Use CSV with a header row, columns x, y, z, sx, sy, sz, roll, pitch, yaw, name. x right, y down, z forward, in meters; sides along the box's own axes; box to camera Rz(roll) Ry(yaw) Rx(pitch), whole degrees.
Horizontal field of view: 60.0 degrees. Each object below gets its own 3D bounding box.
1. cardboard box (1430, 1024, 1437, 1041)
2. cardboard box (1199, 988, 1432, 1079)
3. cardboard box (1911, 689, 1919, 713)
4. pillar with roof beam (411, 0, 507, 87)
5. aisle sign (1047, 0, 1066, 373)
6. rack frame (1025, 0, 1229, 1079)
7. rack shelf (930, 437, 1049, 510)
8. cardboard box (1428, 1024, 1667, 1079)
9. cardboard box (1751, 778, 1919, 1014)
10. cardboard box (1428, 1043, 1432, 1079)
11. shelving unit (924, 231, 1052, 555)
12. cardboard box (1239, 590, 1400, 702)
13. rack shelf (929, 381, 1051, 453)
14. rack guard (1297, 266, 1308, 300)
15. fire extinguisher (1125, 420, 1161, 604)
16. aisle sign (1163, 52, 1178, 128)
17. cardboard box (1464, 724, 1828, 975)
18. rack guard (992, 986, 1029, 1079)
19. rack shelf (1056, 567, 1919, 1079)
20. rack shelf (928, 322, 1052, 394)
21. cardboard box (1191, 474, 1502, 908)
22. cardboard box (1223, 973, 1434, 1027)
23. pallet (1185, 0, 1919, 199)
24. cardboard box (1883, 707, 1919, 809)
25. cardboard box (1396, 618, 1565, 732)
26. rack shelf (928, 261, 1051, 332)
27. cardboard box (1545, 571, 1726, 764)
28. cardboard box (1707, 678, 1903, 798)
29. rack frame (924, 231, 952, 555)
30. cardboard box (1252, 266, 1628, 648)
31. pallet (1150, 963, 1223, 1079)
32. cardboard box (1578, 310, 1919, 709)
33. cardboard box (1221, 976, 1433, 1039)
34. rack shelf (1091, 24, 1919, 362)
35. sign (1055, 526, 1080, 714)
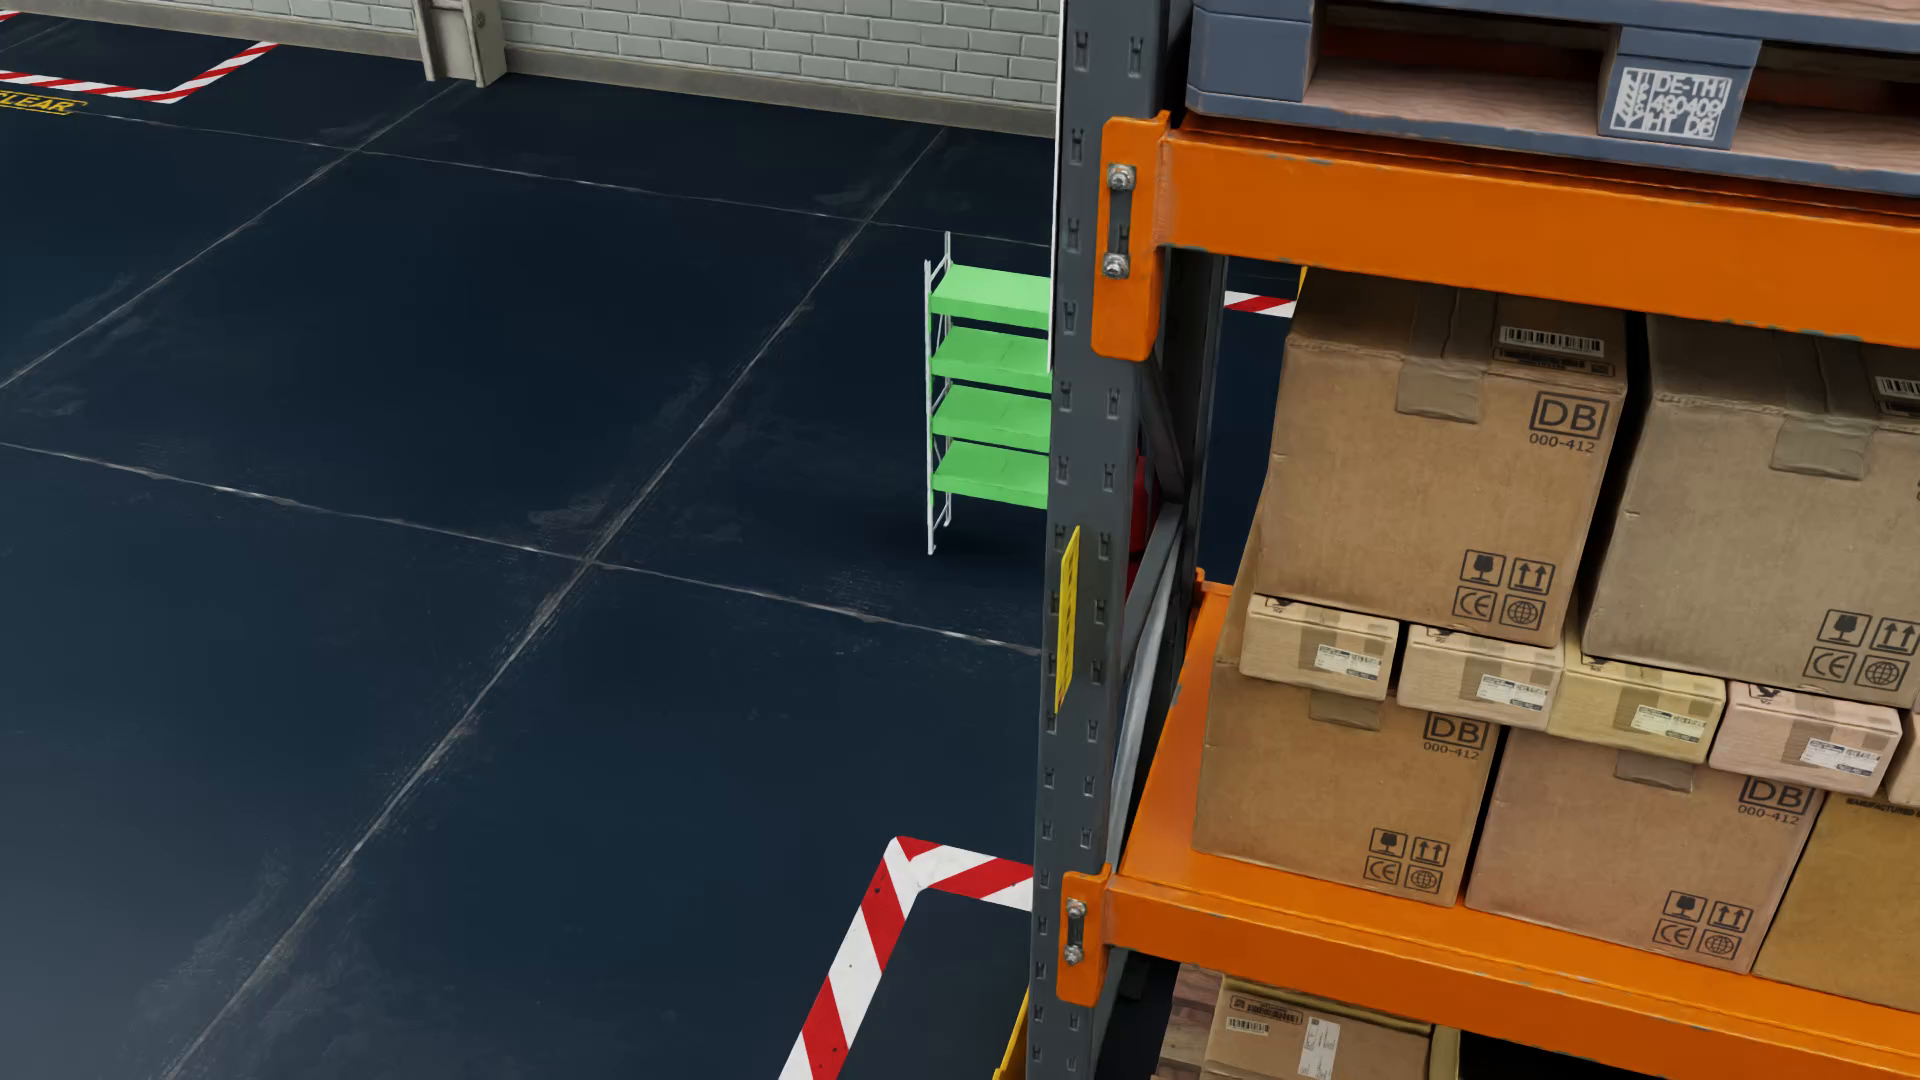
x,y,z,sx,sy,sz,roll,pitch,yaw,name
1.428,1.150,4.123,0.500,0.250,0.500,10,38,14,cardboard box
0.793,1.361,3.836,0.500,0.250,0.500,10,38,14,cardboard box
1.825,-0.083,2.653,0.500,0.500,0.700,11,38,14,cardboard box
-4.263,-4.008,4.104,0.400,9.000,9.100,10,38,14,pillar with roof beam
0.194,-0.683,2.454,0.004,0.787,0.394,10,38,14,aisle sign
0.348,0.202,3.445,0.127,3.000,1.000,10,38,14,rack frame
0.158,-0.209,6.035,0.480,0.148,0.258,10,38,14,rack shelf
1.271,1.146,3.495,0.500,0.500,0.500,10,38,14,cardboard box
1.764,0.433,3.047,0.500,0.500,0.700,11,38,14,cardboard box
1.272,1.447,3.718,0.500,0.250,0.500,10,38,14,cardboard box
0.158,-0.454,5.855,0.503,1.200,0.258,10,38,14,shelving unit
0.658,0.092,2.963,0.250,0.149,0.380,10,38,14,cardboard box
0.158,-0.402,5.892,0.480,0.148,0.258,10,38,14,rack shelf
1.894,-1.581,7.976,0.348,0.500,1.175,10,38,14,rack guard
0.373,-0.050,3.853,0.183,0.674,0.296,10,38,14,fire extinguisher
0.372,-1.023,2.916,0.004,0.787,0.394,10,38,14,aisle sign
1.292,0.342,3.171,0.500,0.500,0.700,11,38,15,cardboard box
0.325,1.205,4.191,0.348,0.500,1.175,10,38,14,rack guard
2.257,0.845,3.178,4.000,0.370,1.077,10,38,14,rack shelf
0.158,-0.596,5.750,0.480,0.148,0.258,10,38,14,rack shelf
0.789,0.252,3.293,0.500,0.500,0.700,11,38,14,cardboard box
0.948,0.765,4.013,0.500,0.500,0.500,10,38,14,cardboard box
1.015,-0.831,2.392,1.213,0.211,1.003,10,38,14,pallet
1.644,0.273,2.716,0.250,0.149,0.380,9,37,12,cardboard box
0.911,0.137,2.902,0.250,0.149,0.380,10,37,13,cardboard box
0.158,-0.789,5.608,0.480,0.148,0.258,10,38,14,rack shelf
1.148,0.182,2.841,0.250,0.149,0.380,11,38,14,cardboard box
1.389,0.228,2.778,0.250,0.149,0.380,10,38,13,cardboard box
-0.075,-0.497,5.913,0.015,1.200,0.240,10,38,14,rack frame
0.840,-0.261,2.896,0.500,0.500,0.700,11,38,14,cardboard box
1.090,1.437,4.120,1.213,0.211,1.003,10,38,14,pallet
1.344,-0.172,2.774,0.500,0.500,0.700,10,37,13,cardboard box
0.948,1.068,4.234,0.500,0.250,0.500,10,38,14,cardboard box
2.257,-0.363,2.289,4.000,0.370,1.077,10,38,14,rack shelf
0.176,0.135,2.739,0.005,0.325,0.100,10,38,14,sign
